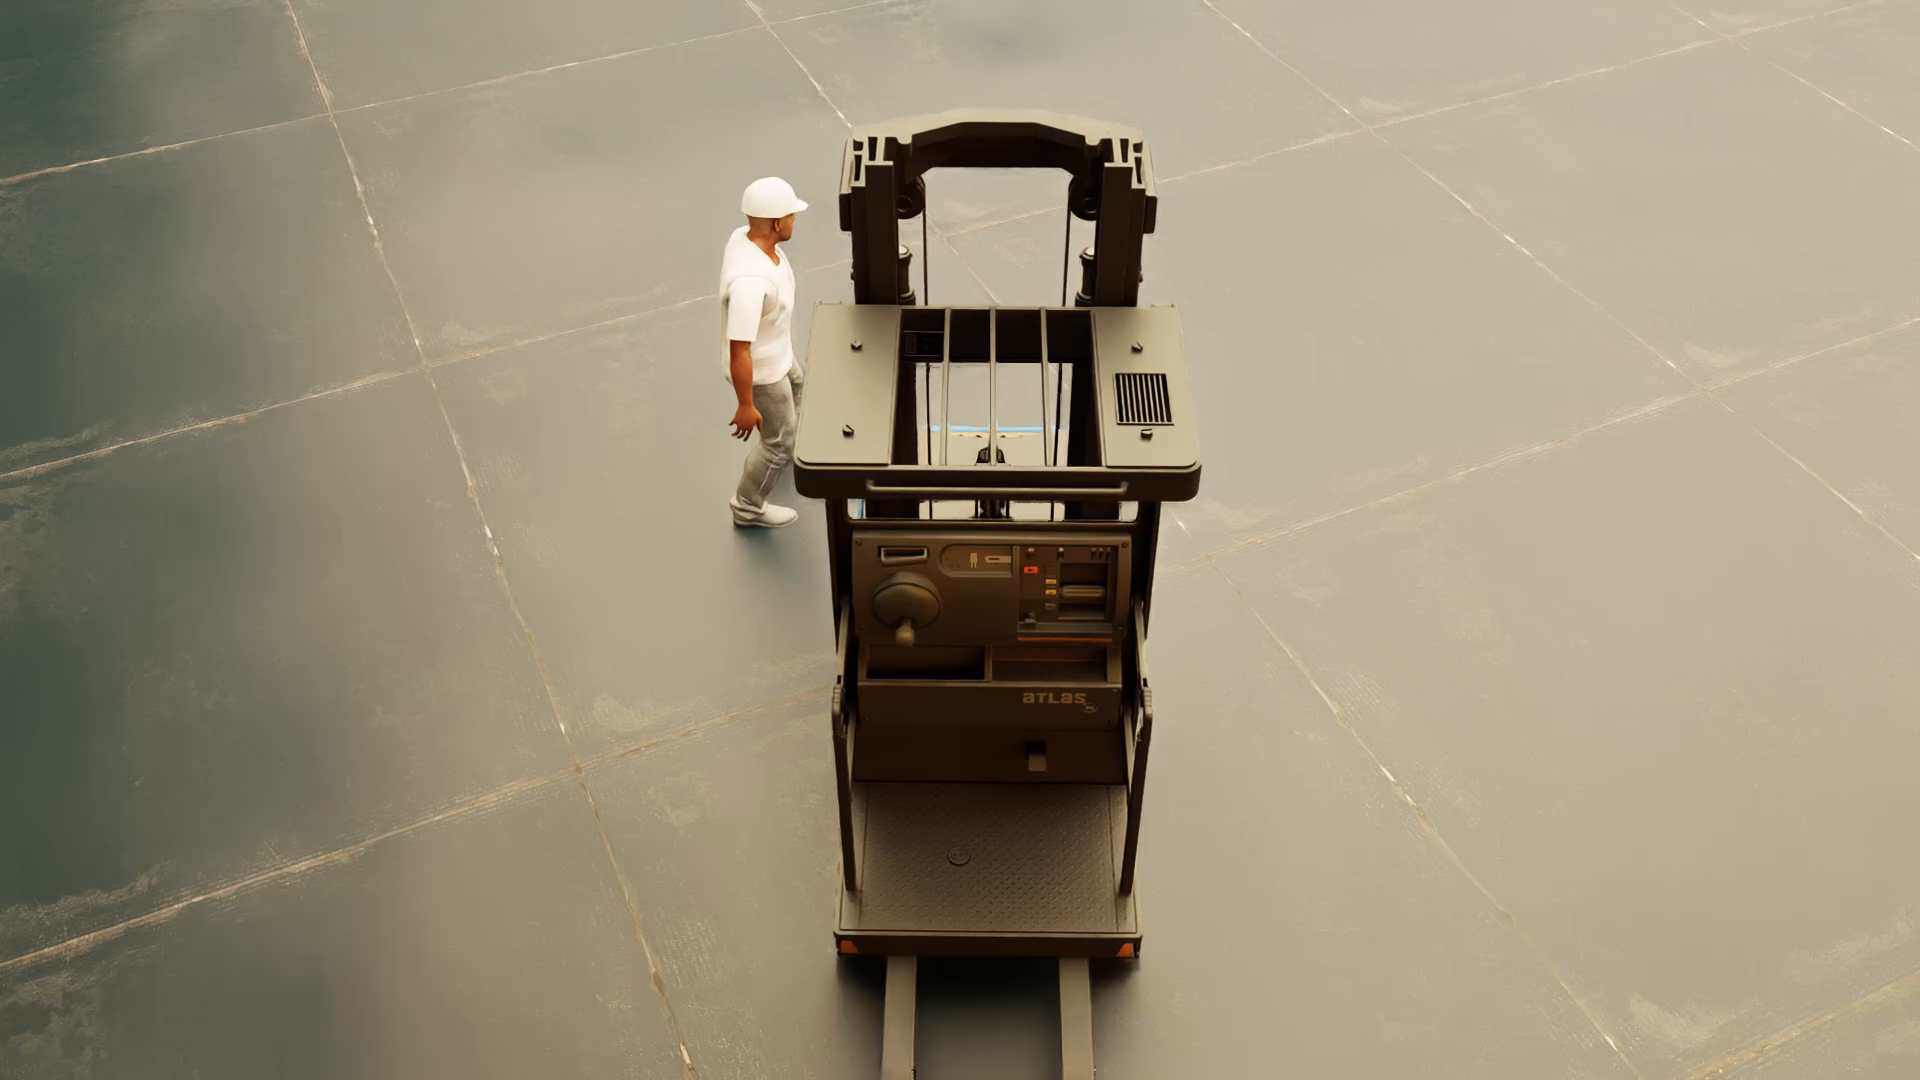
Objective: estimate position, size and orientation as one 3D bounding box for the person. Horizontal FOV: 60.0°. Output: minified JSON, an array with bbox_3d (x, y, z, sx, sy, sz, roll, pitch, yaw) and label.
[{"bbox_3d":[-0.870,-0.822,7.455,0.472,1.733,0.893,-4,43,-4],"label":"person"}]

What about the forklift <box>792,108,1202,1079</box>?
[{"bbox_3d":[0.104,0.251,5.411,1.130,2.935,3.031,1,43,1],"label":"forklift"}]
